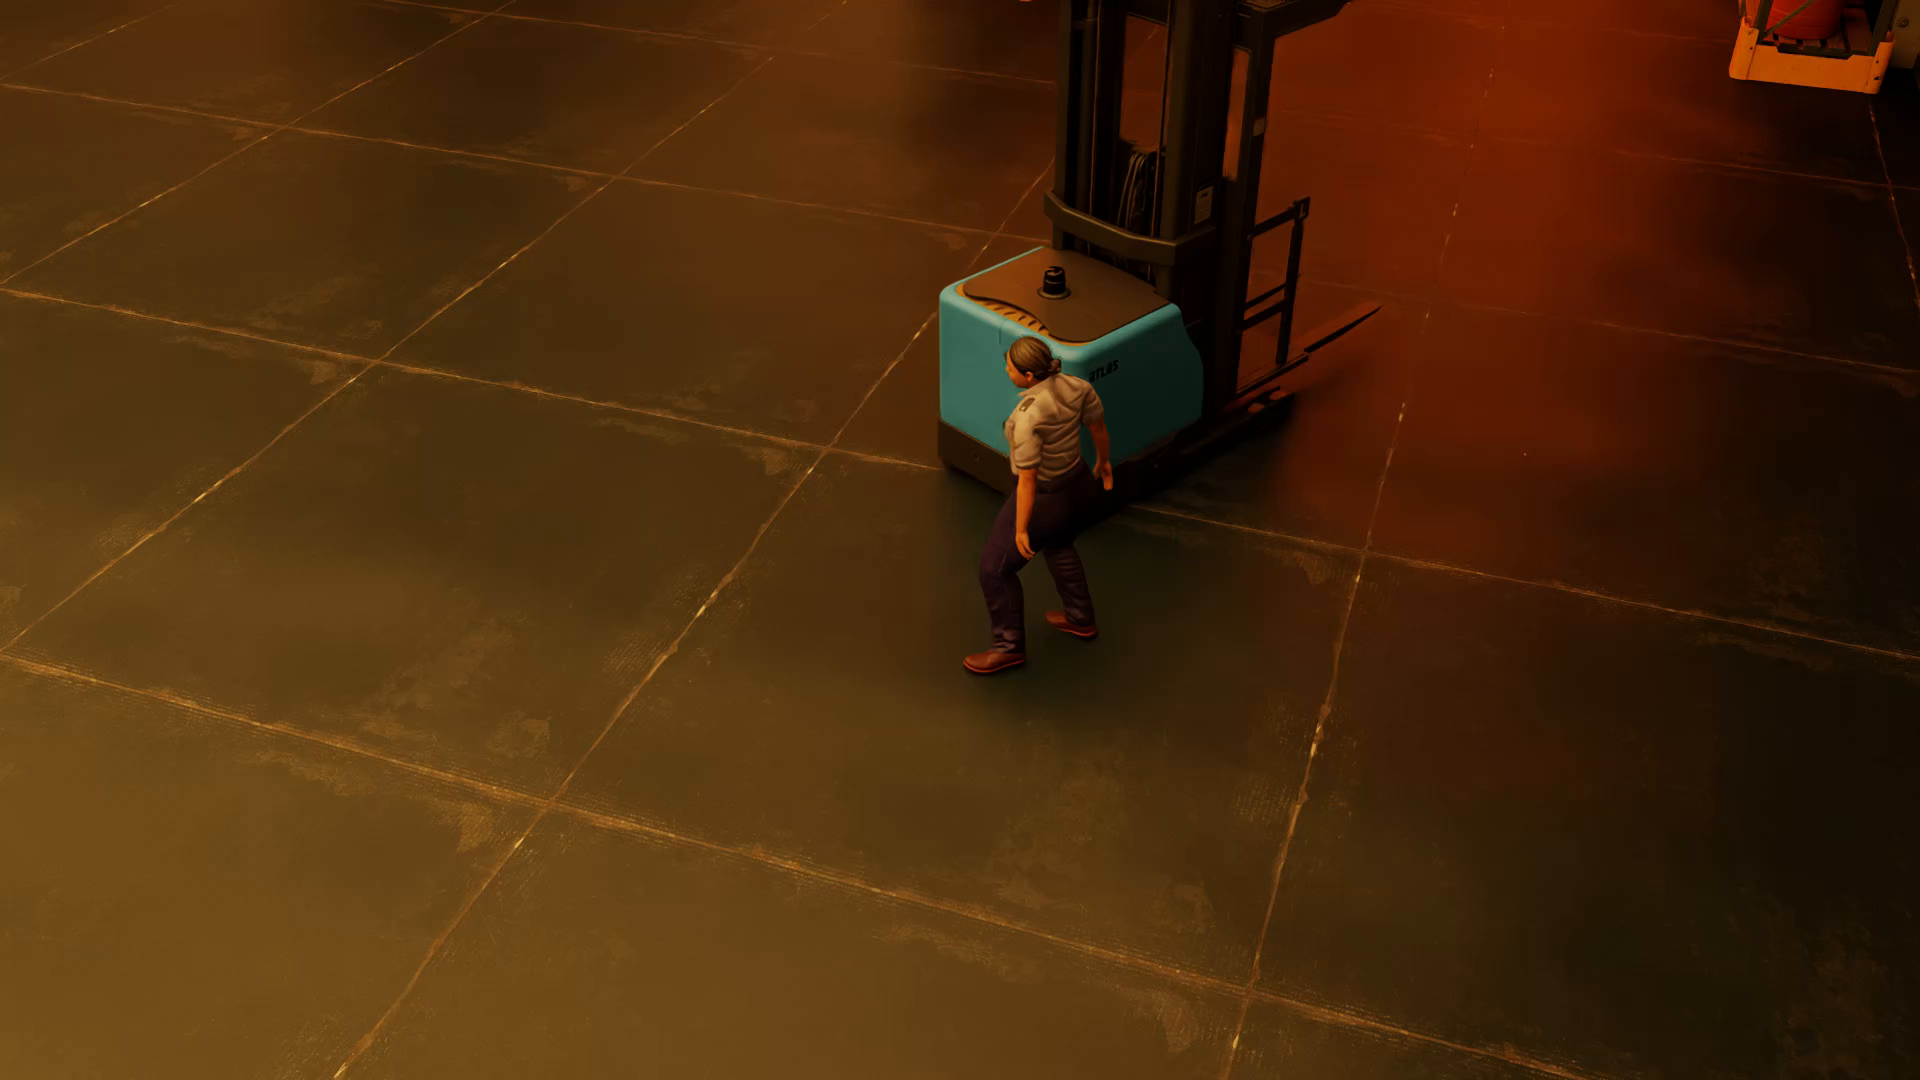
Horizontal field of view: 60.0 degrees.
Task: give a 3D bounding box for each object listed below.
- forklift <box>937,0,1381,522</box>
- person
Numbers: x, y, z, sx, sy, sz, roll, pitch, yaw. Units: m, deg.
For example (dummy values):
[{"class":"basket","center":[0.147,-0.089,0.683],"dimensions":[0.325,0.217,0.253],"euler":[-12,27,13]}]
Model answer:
[{"class":"forklift","center":[1.291,-2.009,8.945],"dimensions":[3.031,2.935,1.130],"euler":[-29,44,-34]},{"class":"person","center":[0.387,-0.172,7.515],"dimensions":[0.395,1.624,0.827],"euler":[26,43,31]}]
